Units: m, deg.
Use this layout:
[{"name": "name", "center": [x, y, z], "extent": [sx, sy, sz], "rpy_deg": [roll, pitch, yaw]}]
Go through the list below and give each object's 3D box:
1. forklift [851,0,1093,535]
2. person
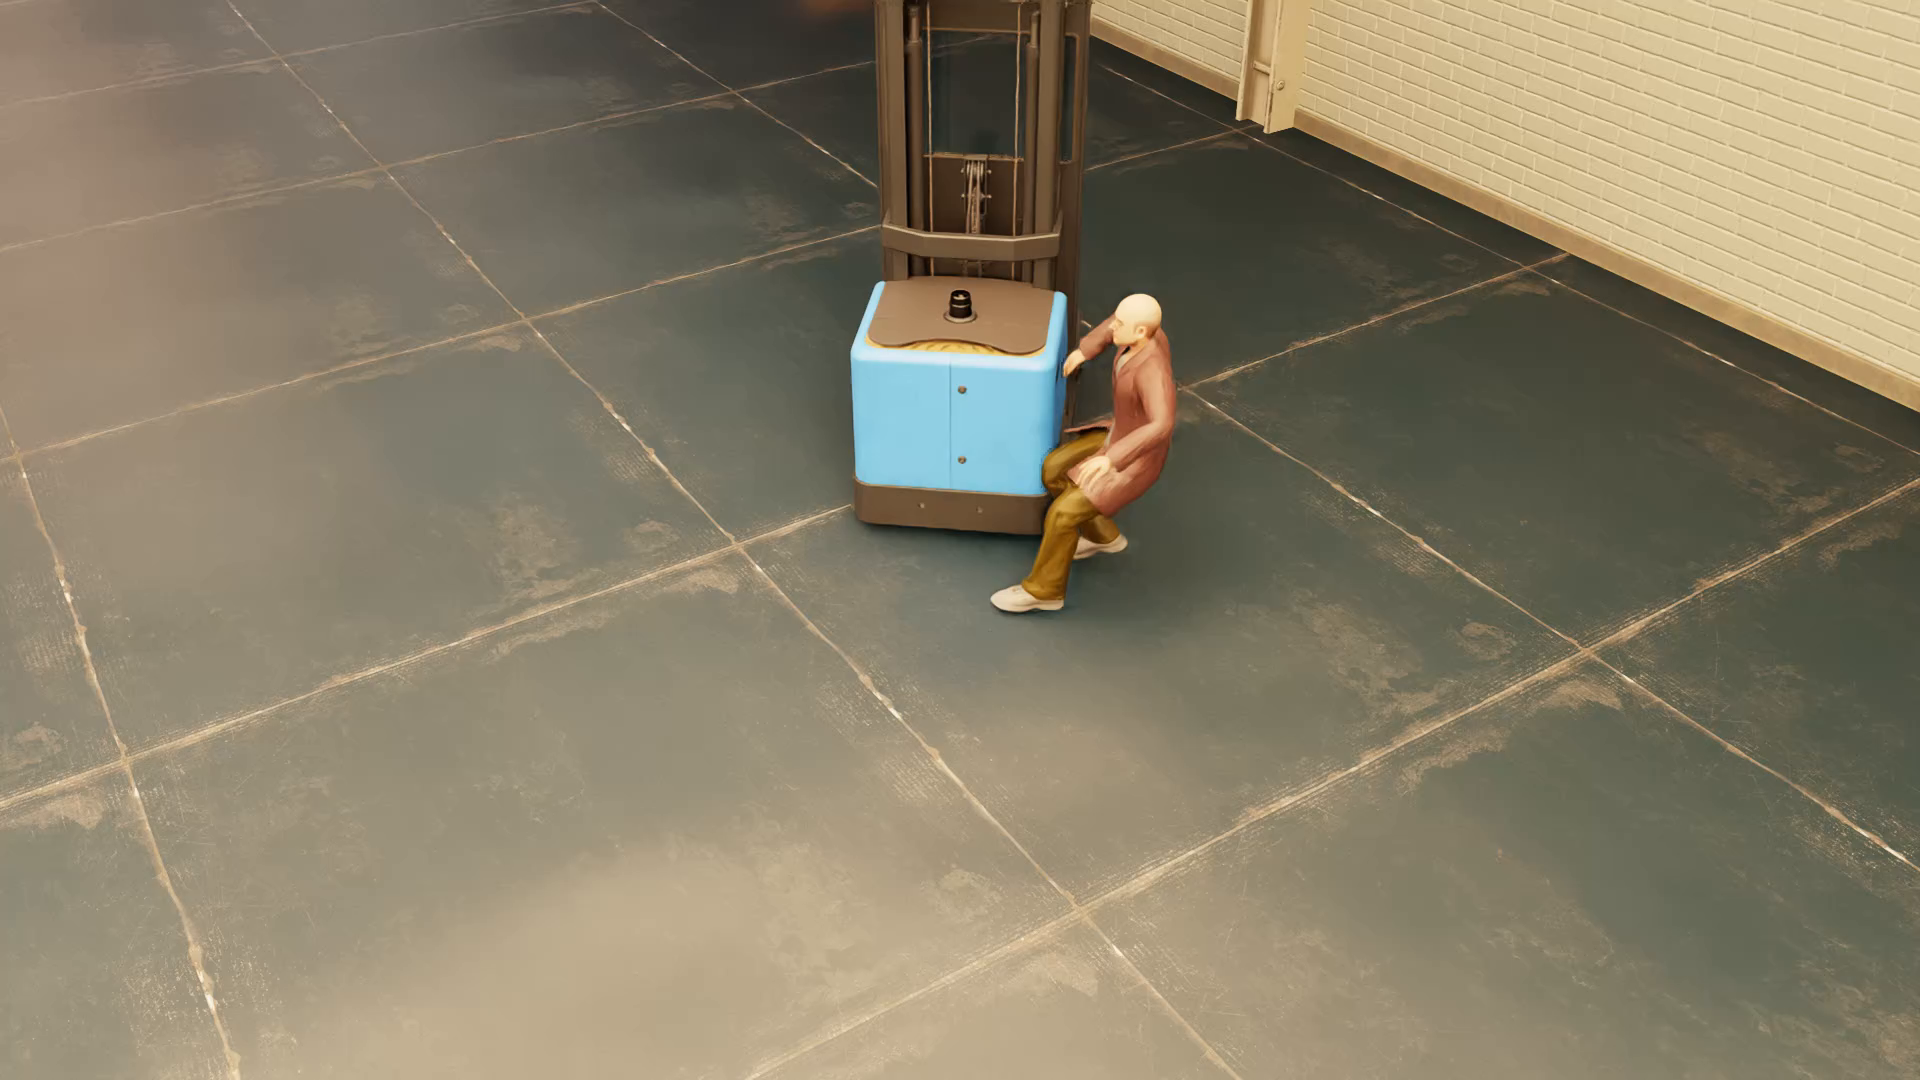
[{"name": "forklift", "center": [0.145, -2.060, 9.080], "extent": [1.130, 2.935, 3.031], "rpy_deg": [4, 35, 6]}, {"name": "person", "center": [0.578, -0.425, 7.903], "extent": [0.856, 1.612, 1.127], "rpy_deg": [0, 35, 0]}]
